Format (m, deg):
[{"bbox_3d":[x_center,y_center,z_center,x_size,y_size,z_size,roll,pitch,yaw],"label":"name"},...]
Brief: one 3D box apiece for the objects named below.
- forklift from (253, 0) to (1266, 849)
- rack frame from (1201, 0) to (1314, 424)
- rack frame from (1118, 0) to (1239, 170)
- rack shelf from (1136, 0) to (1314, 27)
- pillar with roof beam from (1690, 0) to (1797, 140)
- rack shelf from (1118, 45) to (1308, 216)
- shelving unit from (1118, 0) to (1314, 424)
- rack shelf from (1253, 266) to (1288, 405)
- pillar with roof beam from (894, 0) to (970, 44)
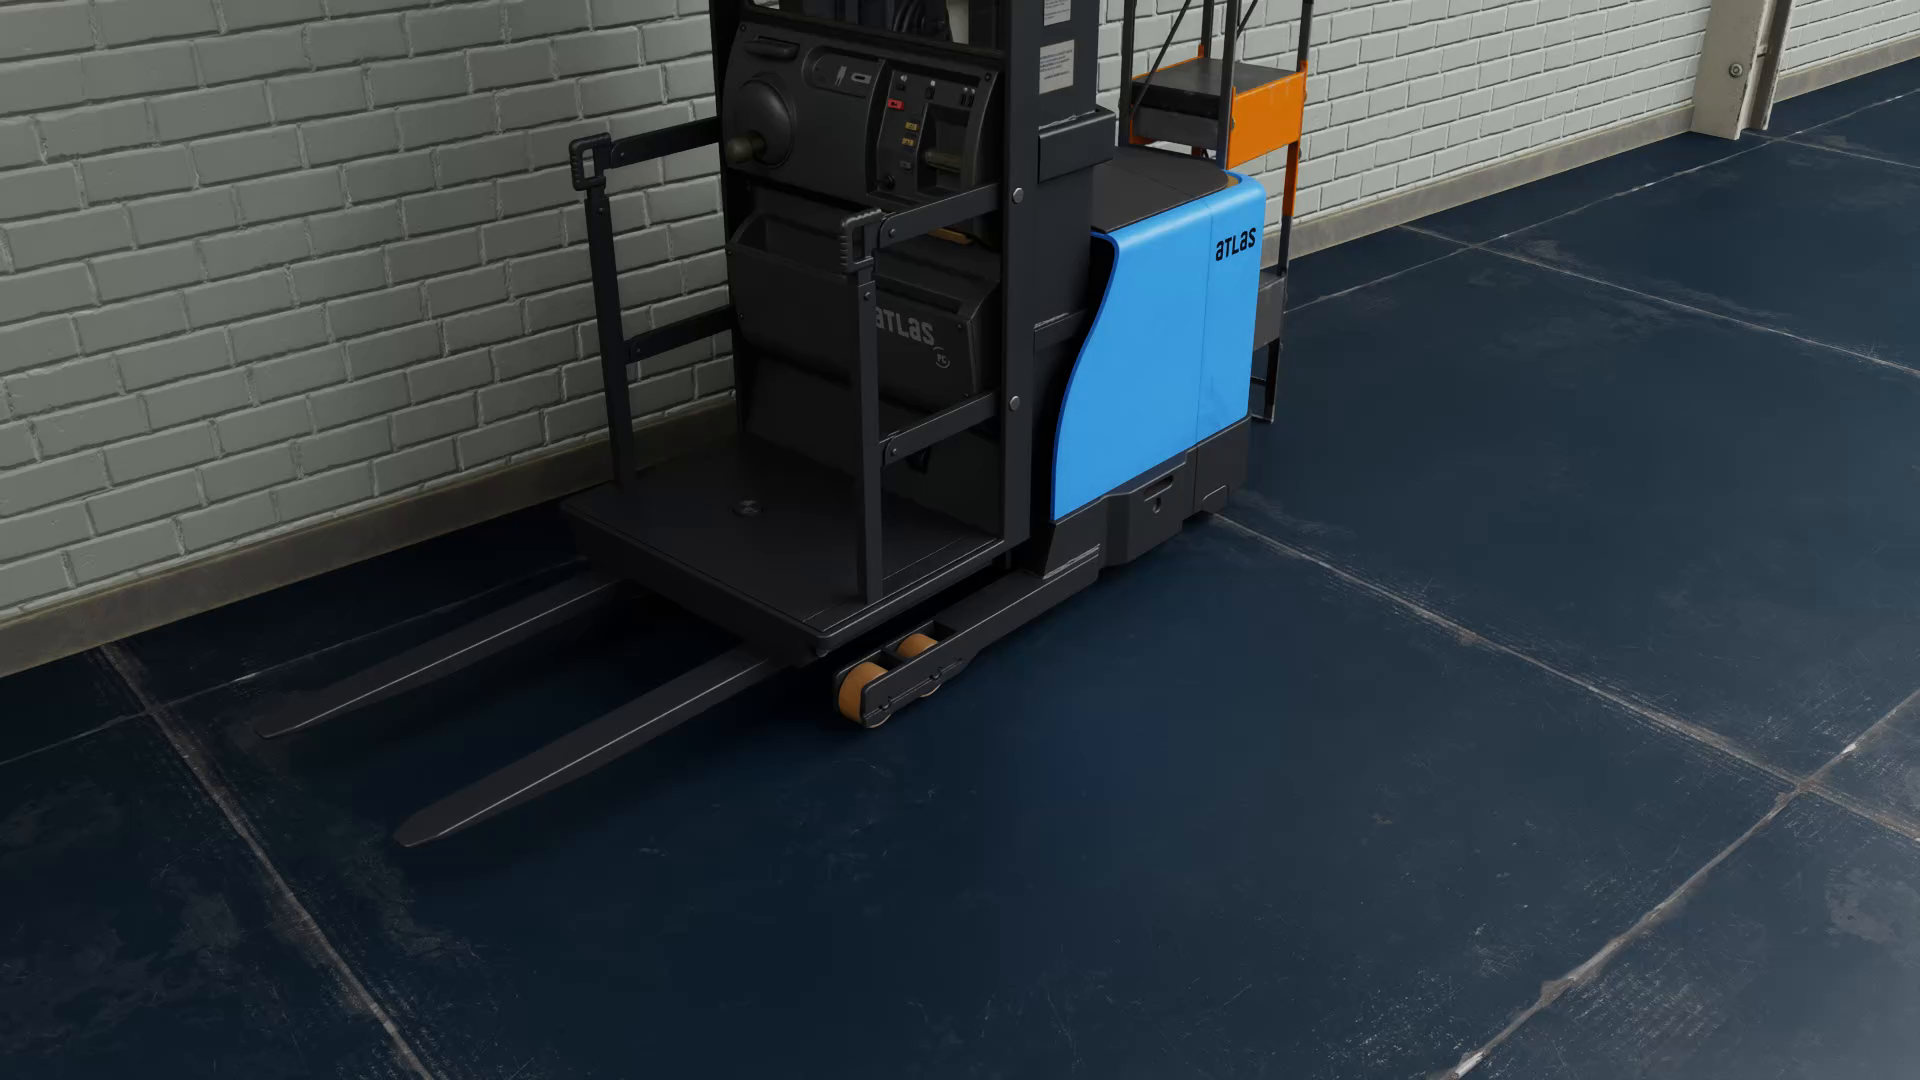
[{"bbox_3d":[-0.417,-1.074,4.151,1.130,2.935,3.031,23,36,36],"label":"forklift"},{"bbox_3d":[0.978,-1.408,5.657,0.400,2.100,0.015,20,34,33],"label":"rack frame"},{"bbox_3d":[0.676,-1.228,5.319,0.400,2.100,0.015,20,34,33],"label":"rack frame"},{"bbox_3d":[0.827,-1.923,5.165,0.431,0.518,0.480,20,34,33],"label":"rack shelf"},{"bbox_3d":[7.293,-4.839,4.758,0.400,9.000,9.100,-22,35,-35],"label":"pillar with roof beam"},{"bbox_3d":[0.827,-1.306,5.495,0.431,0.518,0.480,20,34,33],"label":"rack shelf"},{"bbox_3d":[0.827,-1.318,5.488,0.431,2.100,0.503,20,34,33],"label":"shelving unit"},{"bbox_3d":[0.827,-0.689,5.825,0.431,0.518,0.480,20,34,33],"label":"rack shelf"},{"bbox_3d":[2.729,-3.004,1.324,0.400,9.000,9.100,-22,35,-35],"label":"pillar with roof beam"}]
